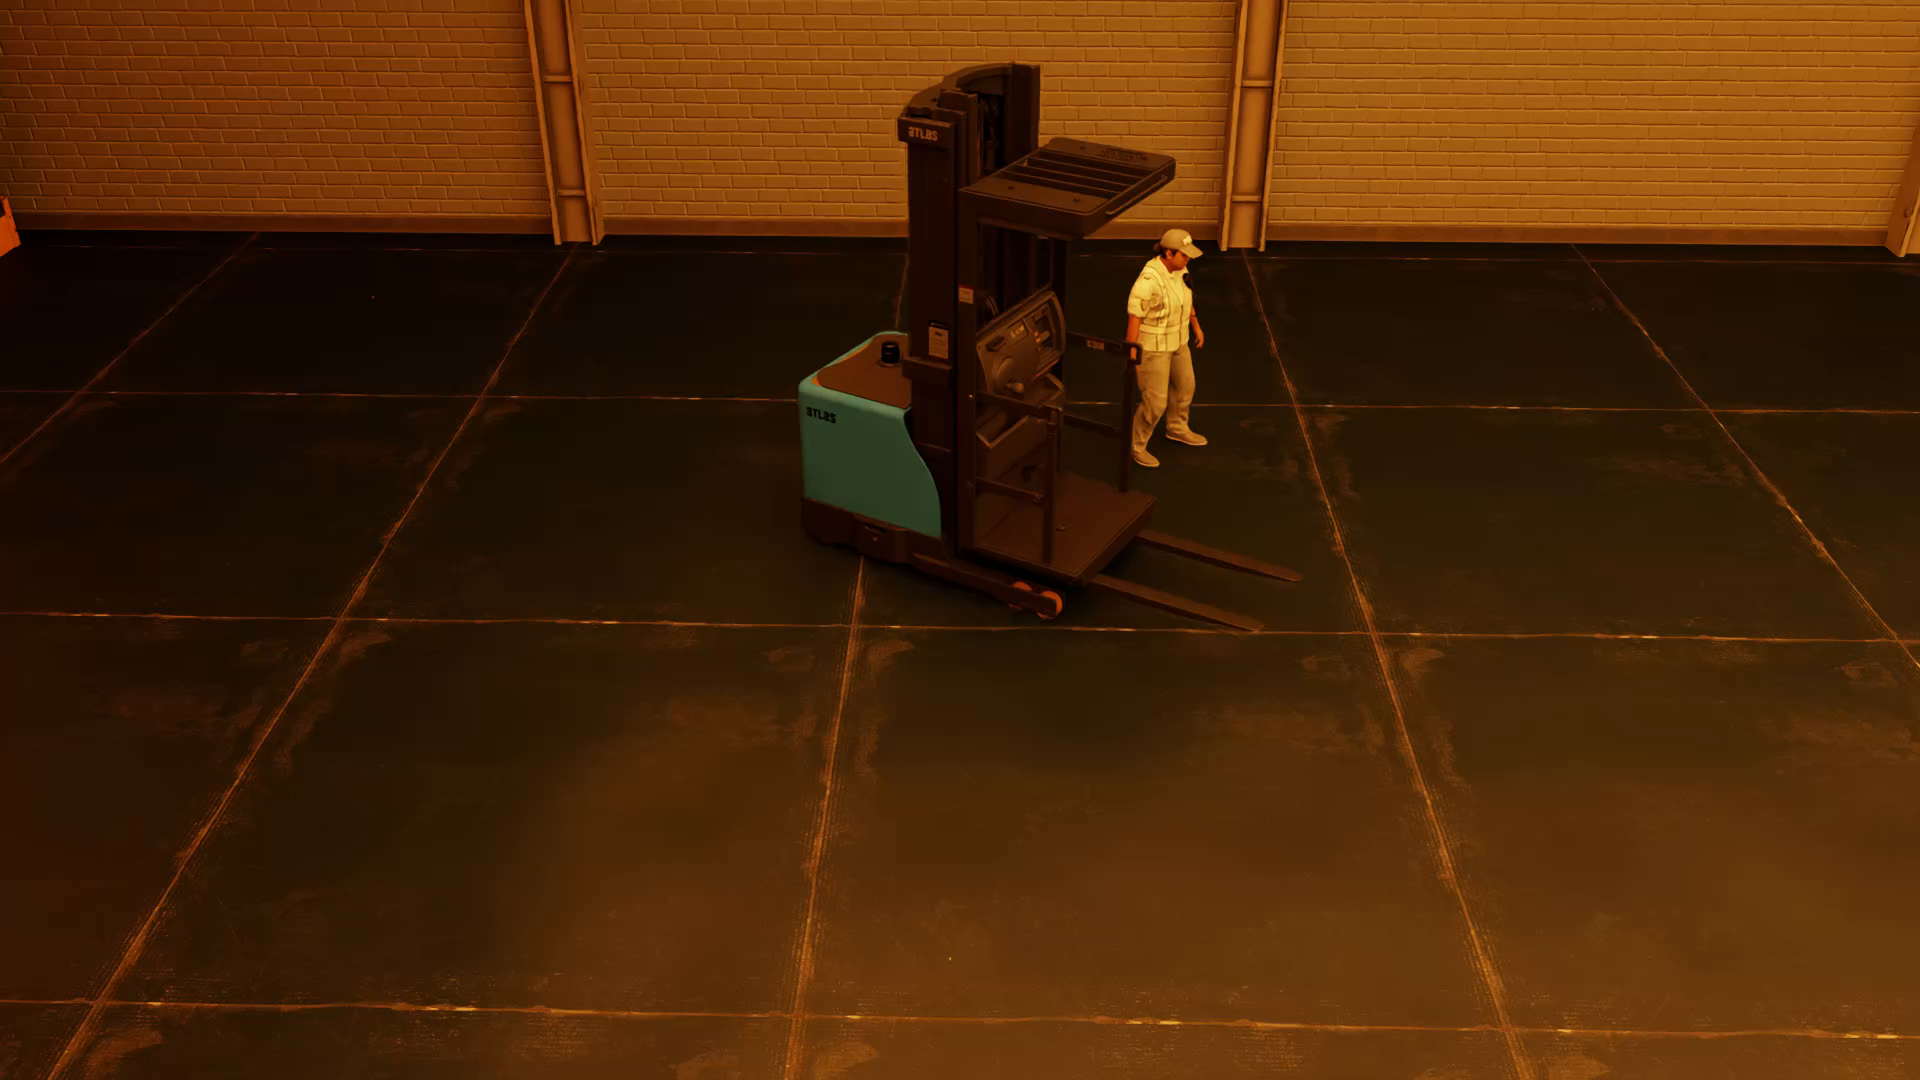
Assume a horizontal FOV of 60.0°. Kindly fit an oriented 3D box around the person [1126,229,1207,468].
[{"bbox_3d":[1.369,-1.305,11.102,0.443,1.643,0.730,23,37,33],"label":"person"}]

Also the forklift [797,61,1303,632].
[{"bbox_3d":[0.531,-1.106,9.491,3.031,2.935,1.130,17,35,26],"label":"forklift"}]
